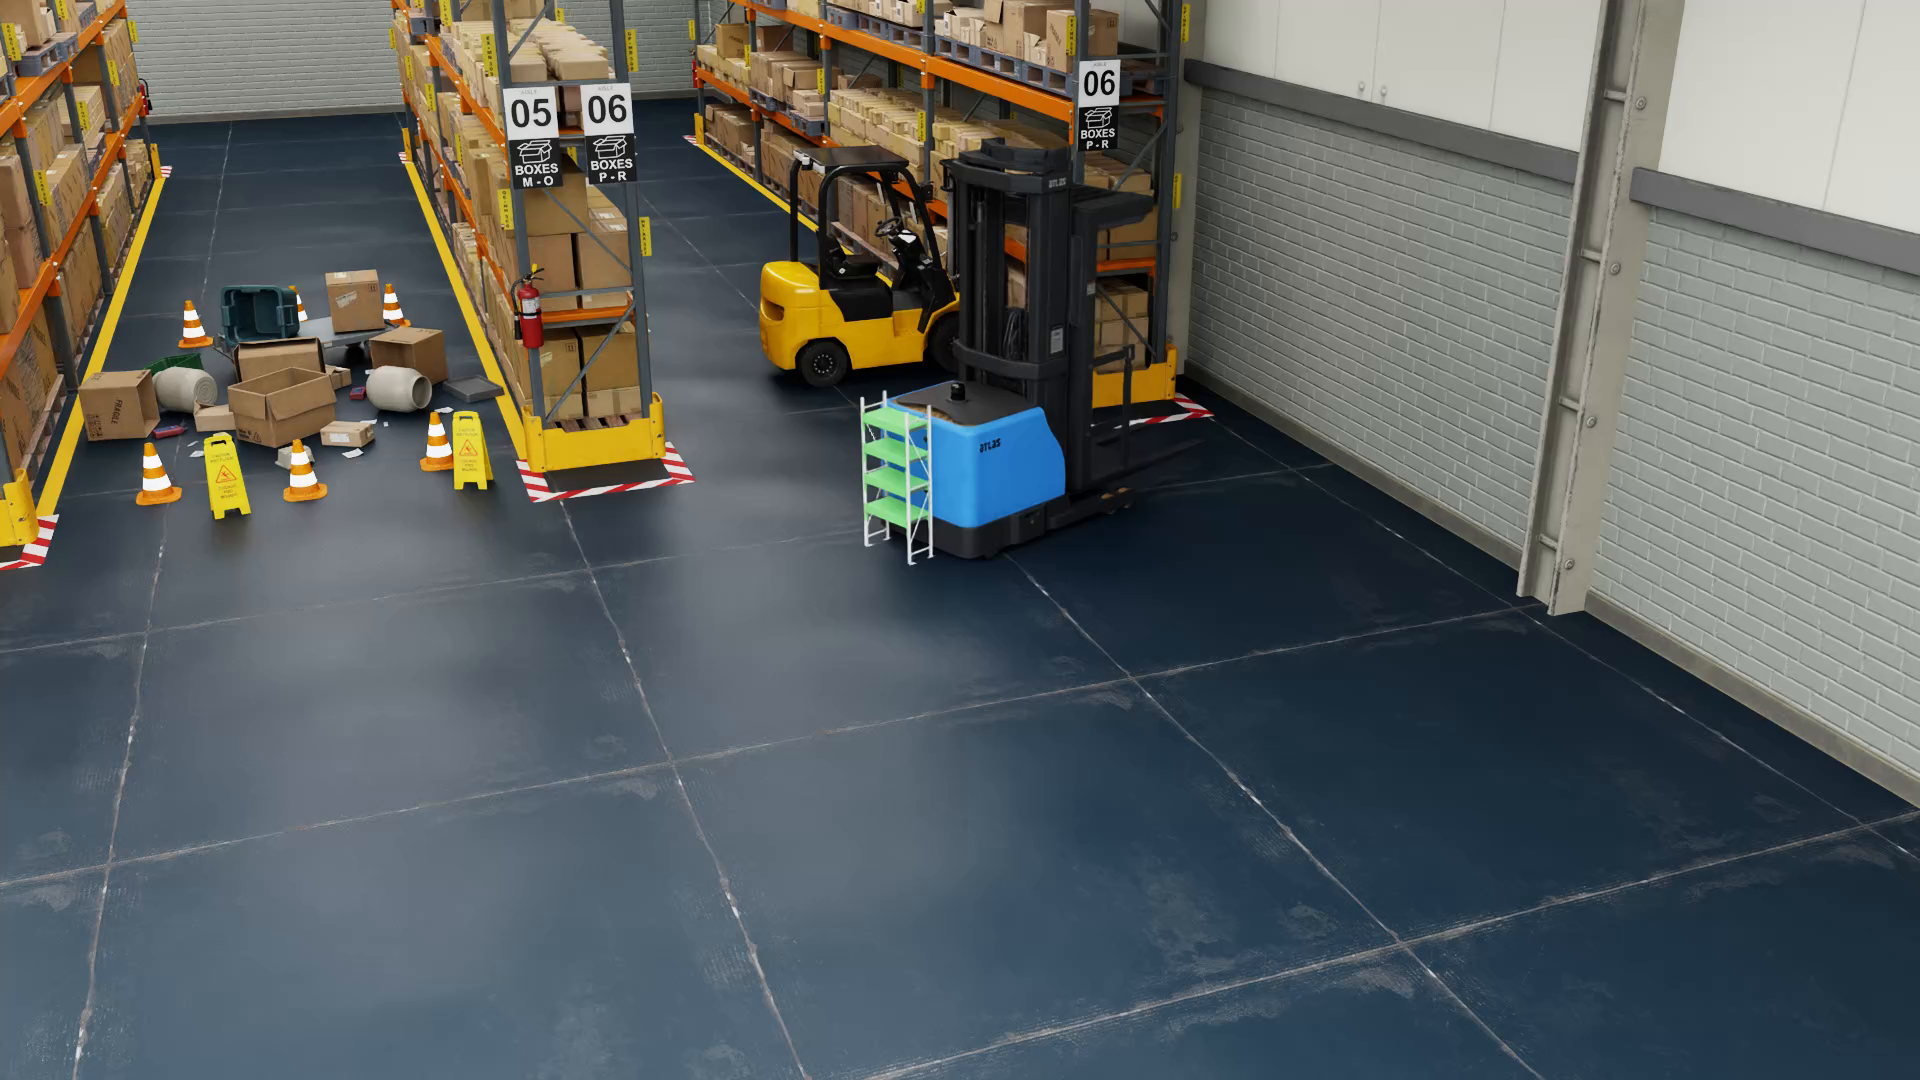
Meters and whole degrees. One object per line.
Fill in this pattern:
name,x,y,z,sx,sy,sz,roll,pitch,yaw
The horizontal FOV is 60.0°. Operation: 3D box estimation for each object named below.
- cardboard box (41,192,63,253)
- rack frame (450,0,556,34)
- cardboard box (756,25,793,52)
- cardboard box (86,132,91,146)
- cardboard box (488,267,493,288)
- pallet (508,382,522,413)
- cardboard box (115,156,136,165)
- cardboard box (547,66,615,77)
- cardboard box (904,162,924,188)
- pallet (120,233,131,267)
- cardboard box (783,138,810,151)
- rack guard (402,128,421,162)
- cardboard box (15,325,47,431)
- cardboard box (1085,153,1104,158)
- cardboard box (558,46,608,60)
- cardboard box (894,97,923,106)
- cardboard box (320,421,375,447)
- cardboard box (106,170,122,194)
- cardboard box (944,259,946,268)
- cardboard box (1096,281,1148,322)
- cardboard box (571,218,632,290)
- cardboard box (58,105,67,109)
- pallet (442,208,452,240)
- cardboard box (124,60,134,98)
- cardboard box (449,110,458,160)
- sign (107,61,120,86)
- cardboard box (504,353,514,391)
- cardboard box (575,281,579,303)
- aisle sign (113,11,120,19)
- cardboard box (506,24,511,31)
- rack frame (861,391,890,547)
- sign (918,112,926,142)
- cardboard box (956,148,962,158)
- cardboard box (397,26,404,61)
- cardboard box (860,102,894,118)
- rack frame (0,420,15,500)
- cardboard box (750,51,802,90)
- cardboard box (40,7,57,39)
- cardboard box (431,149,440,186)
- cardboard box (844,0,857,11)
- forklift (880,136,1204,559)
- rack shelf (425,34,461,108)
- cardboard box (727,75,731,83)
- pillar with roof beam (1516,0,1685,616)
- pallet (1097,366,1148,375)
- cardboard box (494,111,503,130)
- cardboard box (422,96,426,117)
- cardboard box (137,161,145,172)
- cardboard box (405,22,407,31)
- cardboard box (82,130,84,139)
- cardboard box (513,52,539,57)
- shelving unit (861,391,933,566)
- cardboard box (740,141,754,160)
cardboard box,-9.093,-3.077,16.184,0.500,0.500,0.500,-8,24,-18
rack frame,-4.563,-6.284,16.196,1.000,3.000,0.127,-8,24,-19
cardboard box,-3.024,-8.100,27.073,0.500,0.500,0.500,-9,24,-20
cardboard box,-10.924,-4.915,20.454,0.380,0.149,0.250,-8,24,-17
cardboard box,-4.436,-2.599,16.376,0.380,0.149,0.250,-7,24,-17
pallet,-3.858,-1.551,16.282,1.003,0.211,1.213,-8,24,-19
cardboard box,-12.441,-5.589,24.636,0.380,0.149,0.250,-8,24,-19
cardboard box,-3.248,-3.920,14.259,0.500,0.250,0.500,-9,24,-20
cardboard box,-0.344,-4.280,19.359,0.500,0.250,0.500,-8,24,-18
pallet,-11.273,-3.699,21.377,1.003,0.211,1.213,-8,24,-19
cardboard box,-2.435,-5.907,24.869,0.380,0.149,0.250,-8,24,-19
rack guard,-8.811,-6.736,28.213,1.175,0.500,0.348,-8,24,-19
cardboard box,-8.680,-1.453,14.653,0.875,0.875,0.875,-8,24,-19
cardboard box,1.216,-3.760,16.585,0.380,0.149,0.250,-8,24,-17
cardboard box,-3.239,-4.147,14.285,0.380,0.149,0.250,-8,24,-19
cardboard box,-0.627,-5.542,21.197,0.380,0.149,0.250,-8,24,-19
cardboard box,-5.503,-0.951,14.938,0.380,0.149,0.250,4,23,9
cardboard box,-11.316,-4.673,21.811,0.500,0.250,0.500,-7,24,-16
cardboard box,0.141,-2.958,18.385,0.500,0.250,0.500,-8,24,-19
cardboard box,1.499,-2.336,16.266,0.500,0.250,0.500,-9,24,-20
cardboard box,-3.058,-2.459,14.334,0.500,0.500,0.500,-9,24,-20
cardboard box,-11.019,-5.281,20.557,0.380,0.149,0.250,-8,24,-17
pallet,-6.612,-4.427,23.105,1.003,0.211,1.213,-8,24,-19
cardboard box,-12.633,-6.848,24.747,0.500,0.500,0.500,-8,24,-19
cardboard box,-5.480,-4.591,18.851,0.500,0.500,0.500,-9,25,-21
sign,-11.467,-6.321,22.518,0.100,0.325,0.005,-8,24,-19
cardboard box,-4.053,-1.628,15.873,0.500,0.250,0.500,-9,25,-21
cardboard box,-3.179,-2.192,14.535,0.380,0.149,0.250,-8,24,-18
aisle sign,-13.143,-8.429,25.664,0.394,0.787,0.004,-8,24,-19
cardboard box,-4.905,-5.218,17.183,0.500,0.250,0.500,-9,24,-20
rack frame,-0.640,-0.530,12.583,0.240,1.200,0.015,-21,31,-40
sign,-0.425,-4.621,18.586,0.100,0.325,0.005,-8,24,-19
cardboard box,0.174,-4.110,17.799,0.380,0.149,0.250,-8,24,-18
cardboard box,-8.521,-7.800,26.102,0.500,0.500,0.500,-9,24,-19
cardboard box,-1.031,-5.376,20.803,0.380,0.149,0.250,-8,24,-18
rack frame,-7.745,-1.350,12.215,1.000,3.000,0.127,-8,24,-19
cardboard box,-2.786,-7.142,25.286,0.700,0.500,0.500,-8,24,-18
cardboard box,-9.922,-5.499,17.642,0.500,0.311,0.500,-8,24,-19
cardboard box,-7.511,-5.682,25.250,0.875,0.438,0.875,-9,24,-20
cardboard box,-1.034,-6.857,20.620,0.700,0.500,0.500,-9,24,-20
forklift,0.786,-1.685,13.097,3.031,2.935,1.130,-21,30,-40
rack shelf,-5.270,-5.297,18.643,1.077,0.370,4.000,-8,24,-19
cardboard box,-3.625,-7.637,27.455,0.380,0.149,0.250,-8,24,-19
pillar with roof beam,0.181,-3.119,8.687,9.100,9.000,0.400,-8,24,-19
pallet,1.183,-1.736,16.719,1.003,0.211,1.213,-8,24,-19
cardboard box,-3.657,-3.510,13.800,0.380,0.149,0.250,-8,24,-19
cardboard box,-6.953,-5.833,22.400,0.500,0.250,0.500,-9,25,-21
cardboard box,-12.564,-5.653,25.170,0.380,0.149,0.250,-8,24,-18
cardboard box,-8.189,-7.773,25.203,0.380,0.149,0.250,-9,24,-20
cardboard box,-10.750,-4.870,19.965,0.380,0.149,0.250,-9,25,-21
cardboard box,-3.709,-3.971,13.869,0.380,0.149,0.250,-9,24,-20
shelving unit,-0.470,-0.462,12.422,0.258,1.200,0.503,-21,31,-40
cardboard box,-3.345,-6.334,27.019,0.396,0.266,0.258,-7,24,-17
